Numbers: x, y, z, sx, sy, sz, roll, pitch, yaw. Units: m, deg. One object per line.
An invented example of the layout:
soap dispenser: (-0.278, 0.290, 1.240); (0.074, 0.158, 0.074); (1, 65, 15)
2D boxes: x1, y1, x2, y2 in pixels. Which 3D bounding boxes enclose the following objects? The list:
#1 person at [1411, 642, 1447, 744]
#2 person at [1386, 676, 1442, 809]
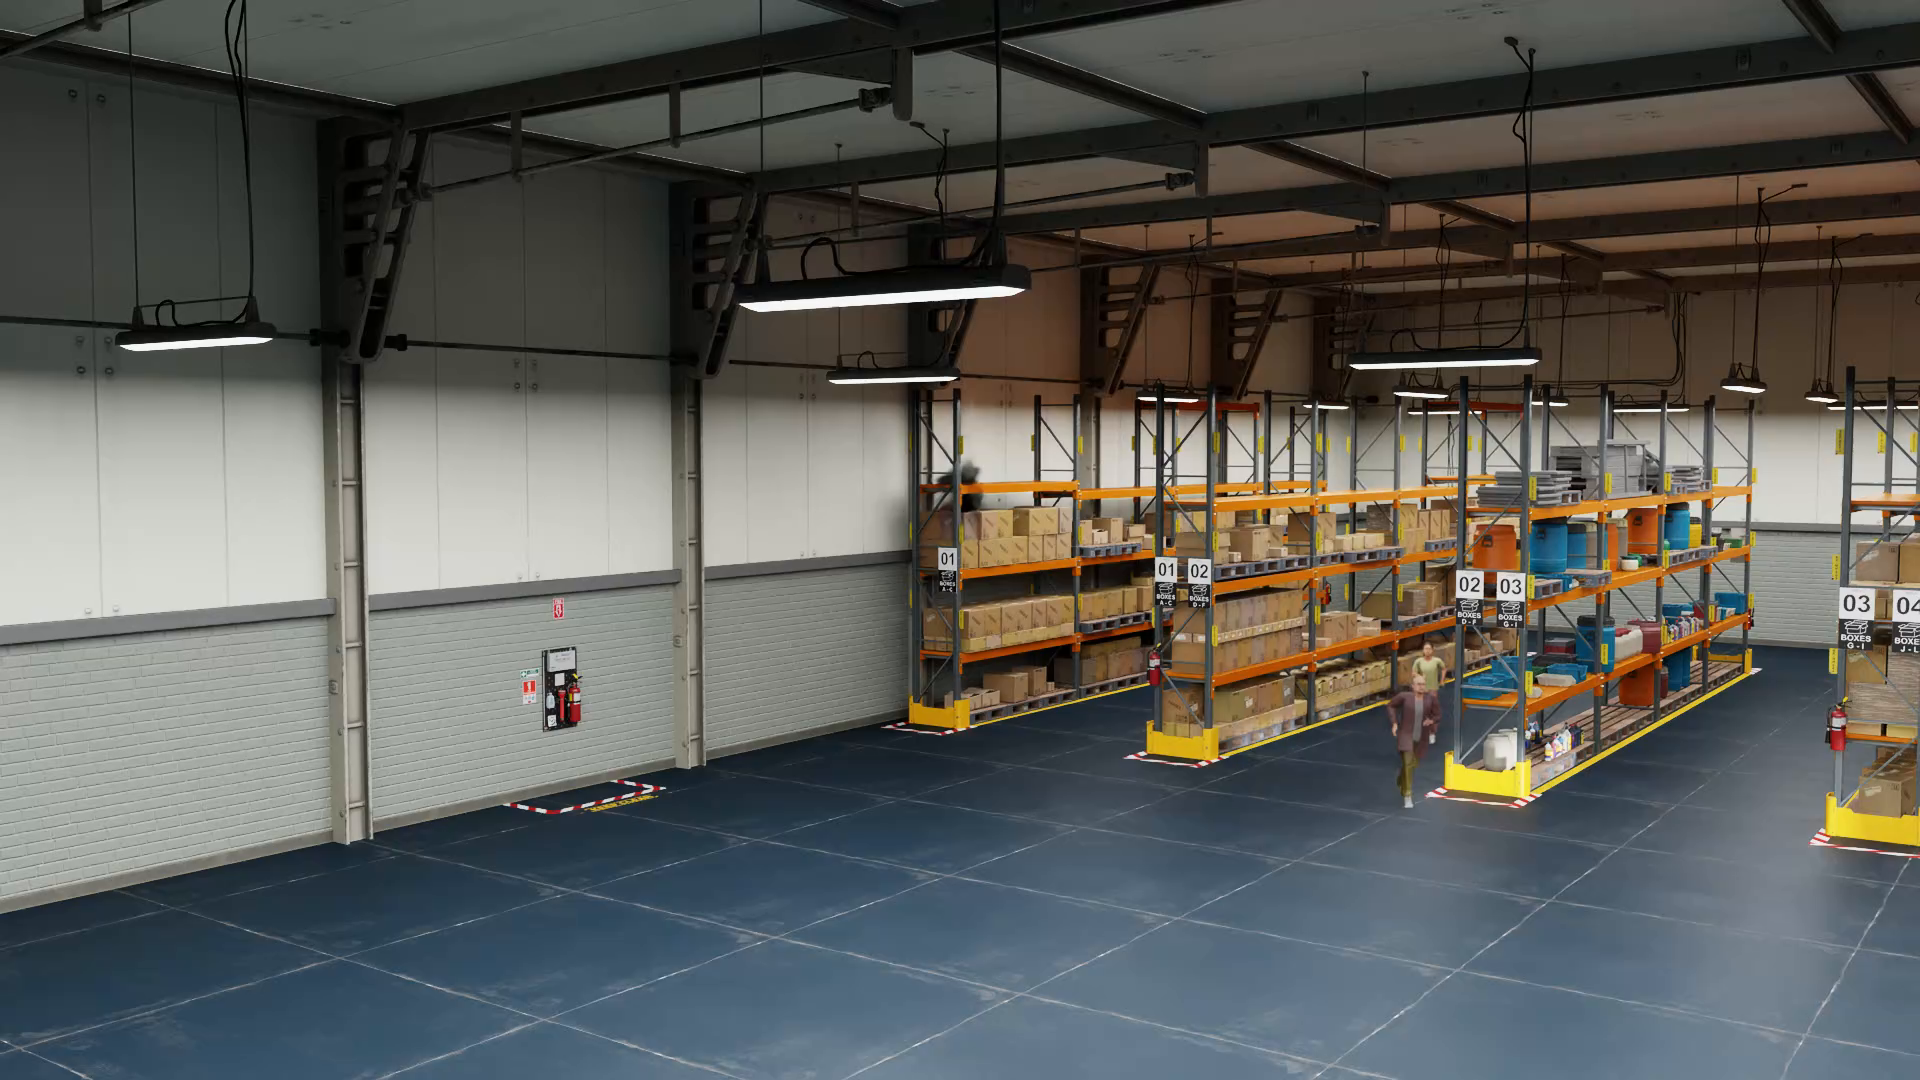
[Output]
person: (7.893, 2.567, 28.045); (0.543, 1.700, 0.702); (1, 4, 23)
person: (6.375, 2.814, 23.316); (0.715, 1.842, 0.910); (0, 3, -2)
